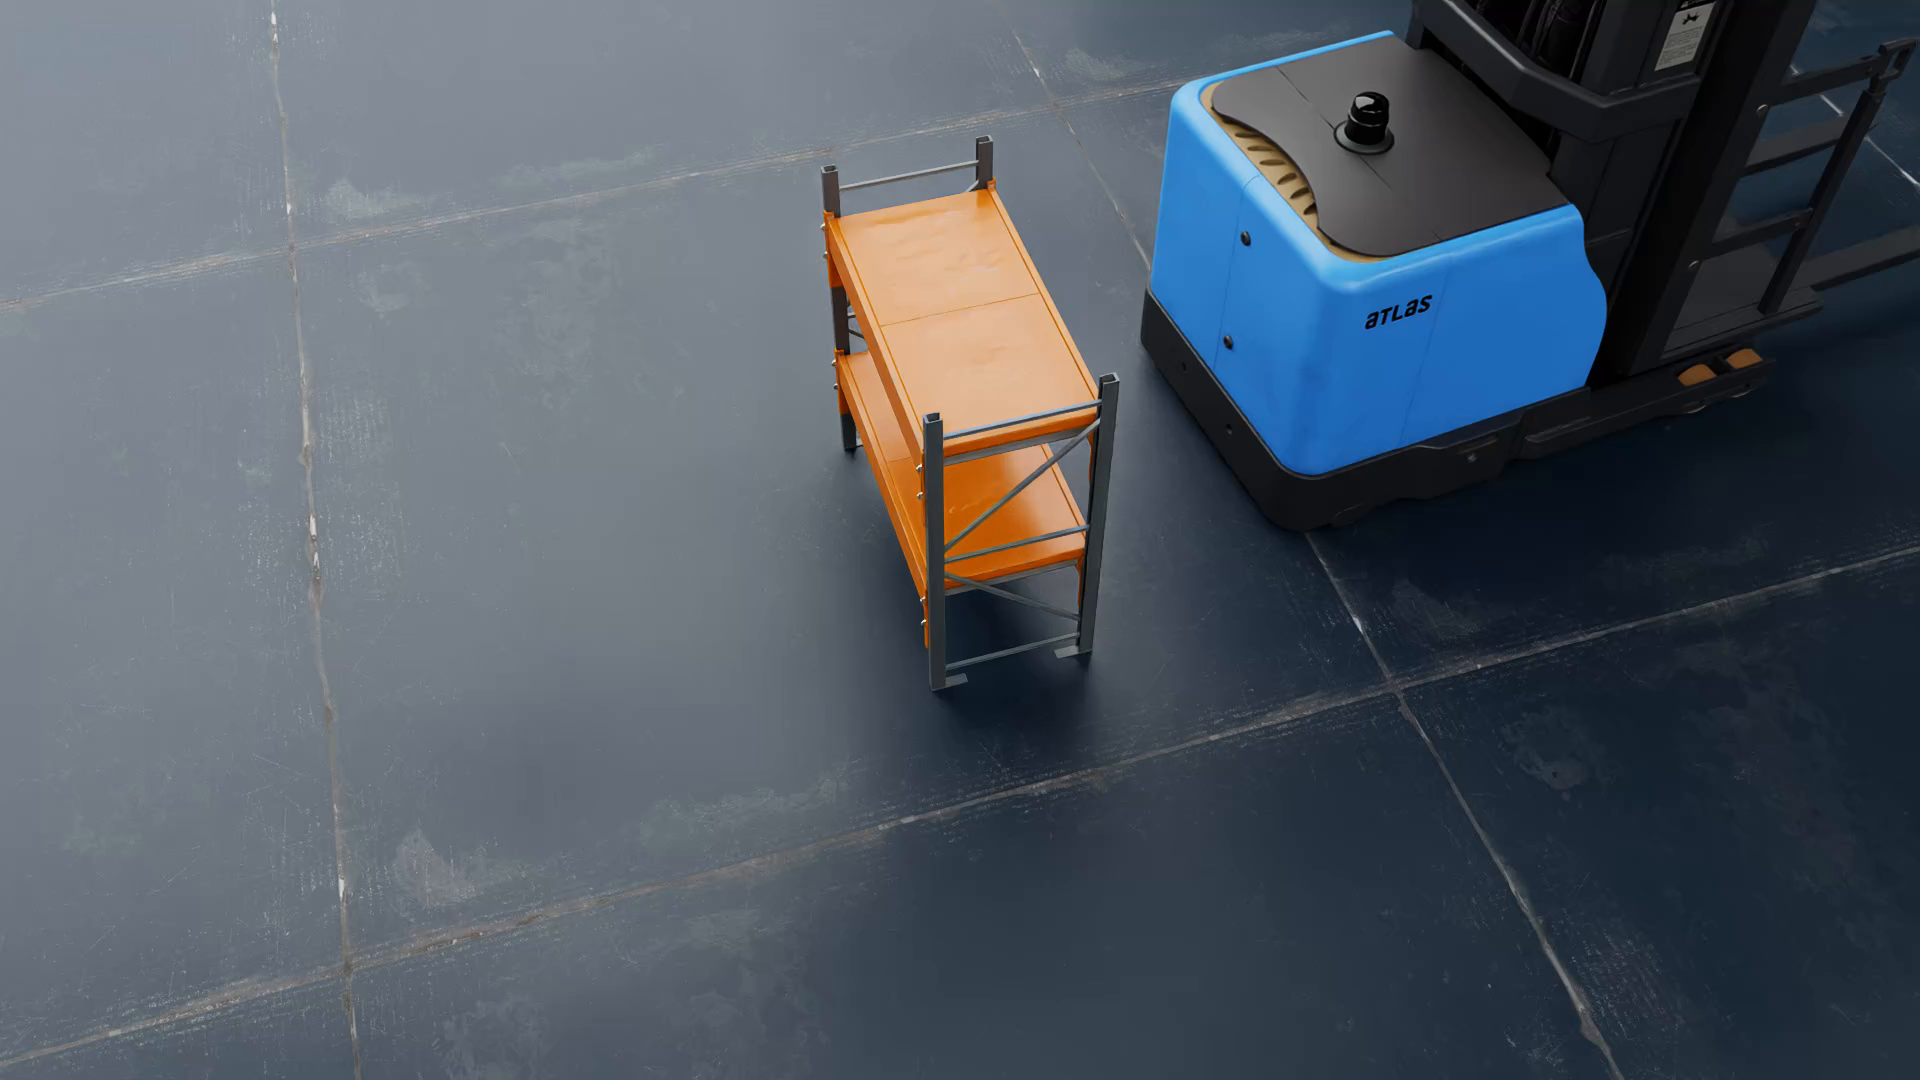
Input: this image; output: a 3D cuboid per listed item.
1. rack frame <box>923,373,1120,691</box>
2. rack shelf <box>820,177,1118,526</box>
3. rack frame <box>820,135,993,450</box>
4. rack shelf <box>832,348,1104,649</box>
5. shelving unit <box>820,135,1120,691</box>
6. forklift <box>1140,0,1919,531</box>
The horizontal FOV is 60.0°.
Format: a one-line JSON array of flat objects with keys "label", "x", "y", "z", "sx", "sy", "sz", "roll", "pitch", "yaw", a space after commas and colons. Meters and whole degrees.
[{"label": "rack frame", "x": 0.152, "y": 0.014, "z": 4.503, "sx": 0.500, "sy": 1.125, "sz": 0.032, "roll": -13, "pitch": 51, "yaw": -11}, {"label": "rack shelf", "x": 0.002, "y": -0.546, "z": 4.592, "sx": 0.538, "sy": 0.278, "sz": 1.000, "roll": -13, "pitch": 51, "yaw": -11}, {"label": "rack frame", "x": -0.148, "y": -0.729, "z": 5.129, "sx": 0.500, "sy": 1.125, "sz": 0.032, "roll": -13, "pitch": 51, "yaw": -11}, {"label": "rack shelf", "x": 0.002, "y": -0.200, "z": 5.003, "sx": 0.538, "sy": 0.278, "sz": 1.000, "roll": -13, "pitch": 51, "yaw": -11}, {"label": "shelving unit", "x": 0.002, "y": -0.358, "z": 4.816, "sx": 0.538, "sy": 1.125, "sz": 1.048, "roll": -13, "pitch": 51, "yaw": -11}, {"label": "forklift", "x": 2.187, "y": -1.727, "z": 4.788, "sx": 3.031, "sy": 2.935, "sz": 1.130, "roll": -18, "pitch": 52, "yaw": -15}]
